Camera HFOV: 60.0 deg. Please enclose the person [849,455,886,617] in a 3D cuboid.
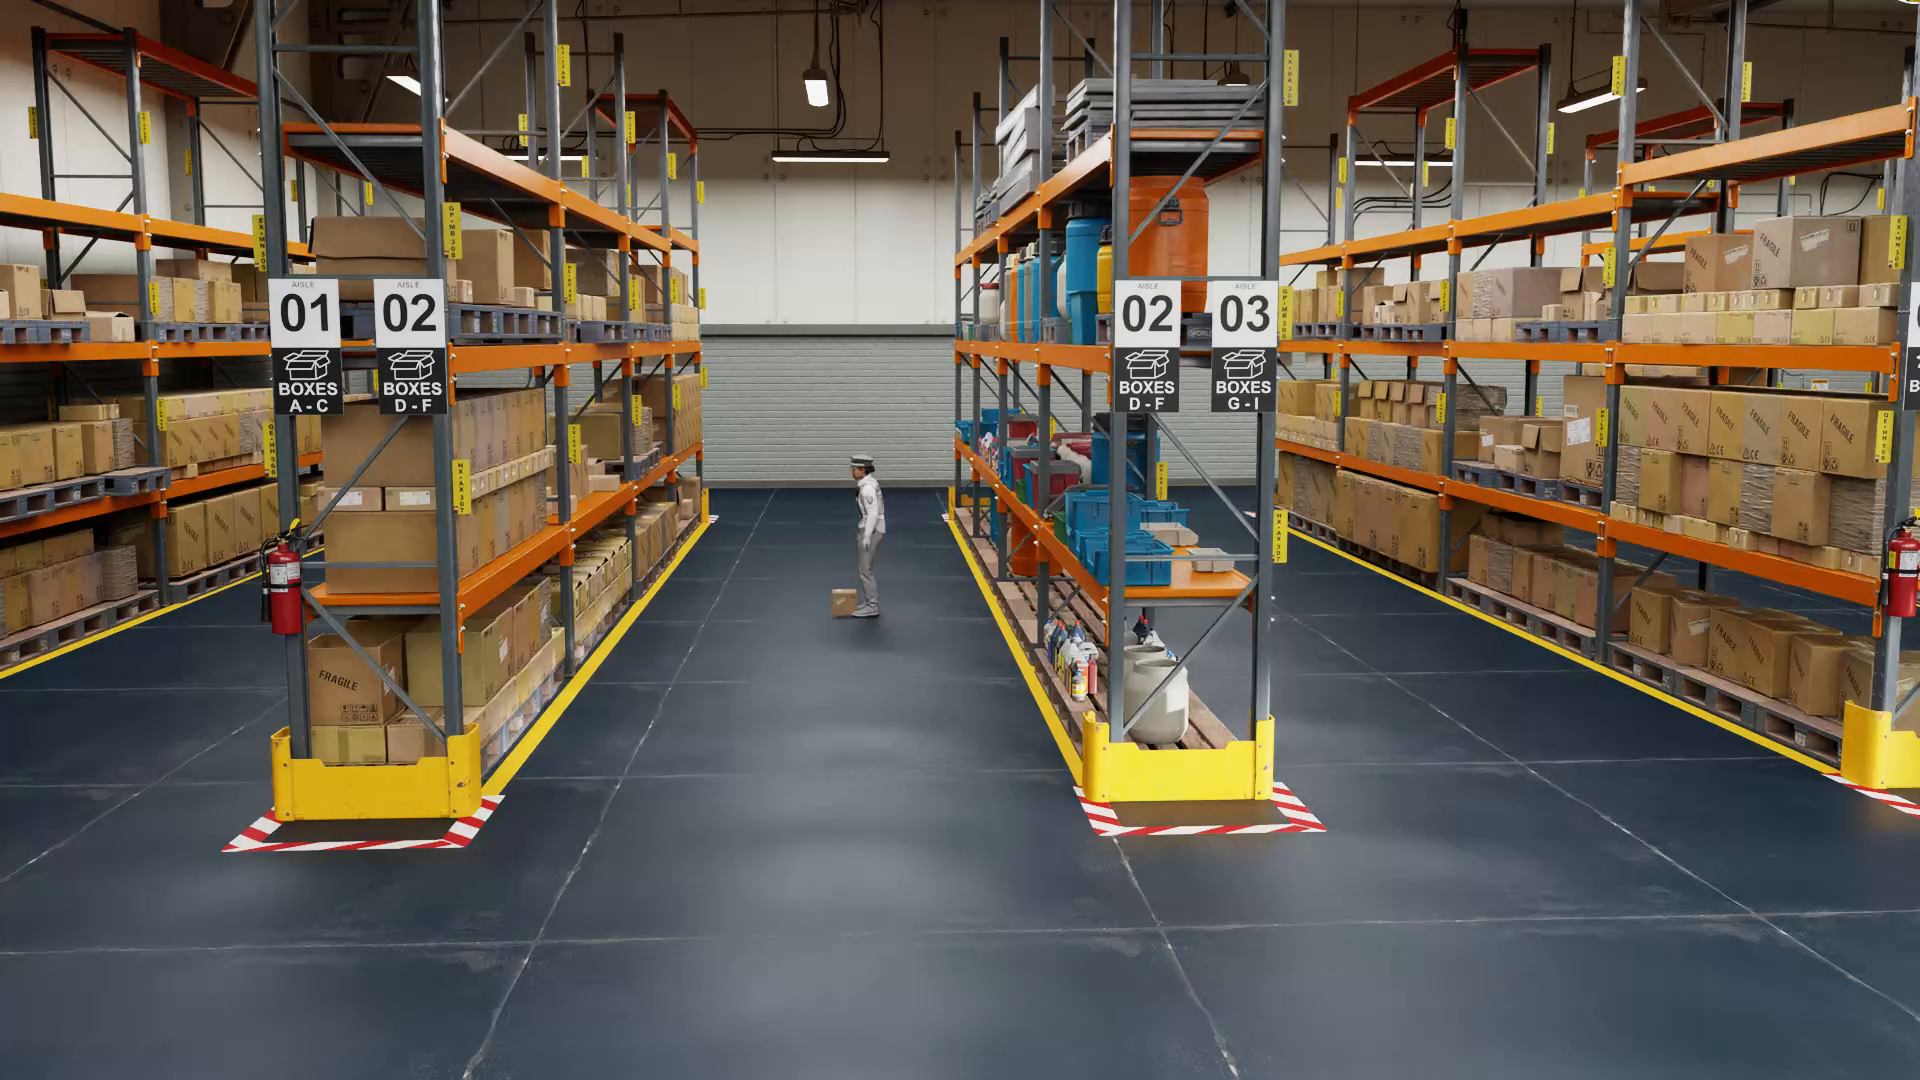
[{"bbox_3d":[-0.956,-0.051,17.160,0.375,1.661,0.528,-1,7,-6],"label":"person"}]
